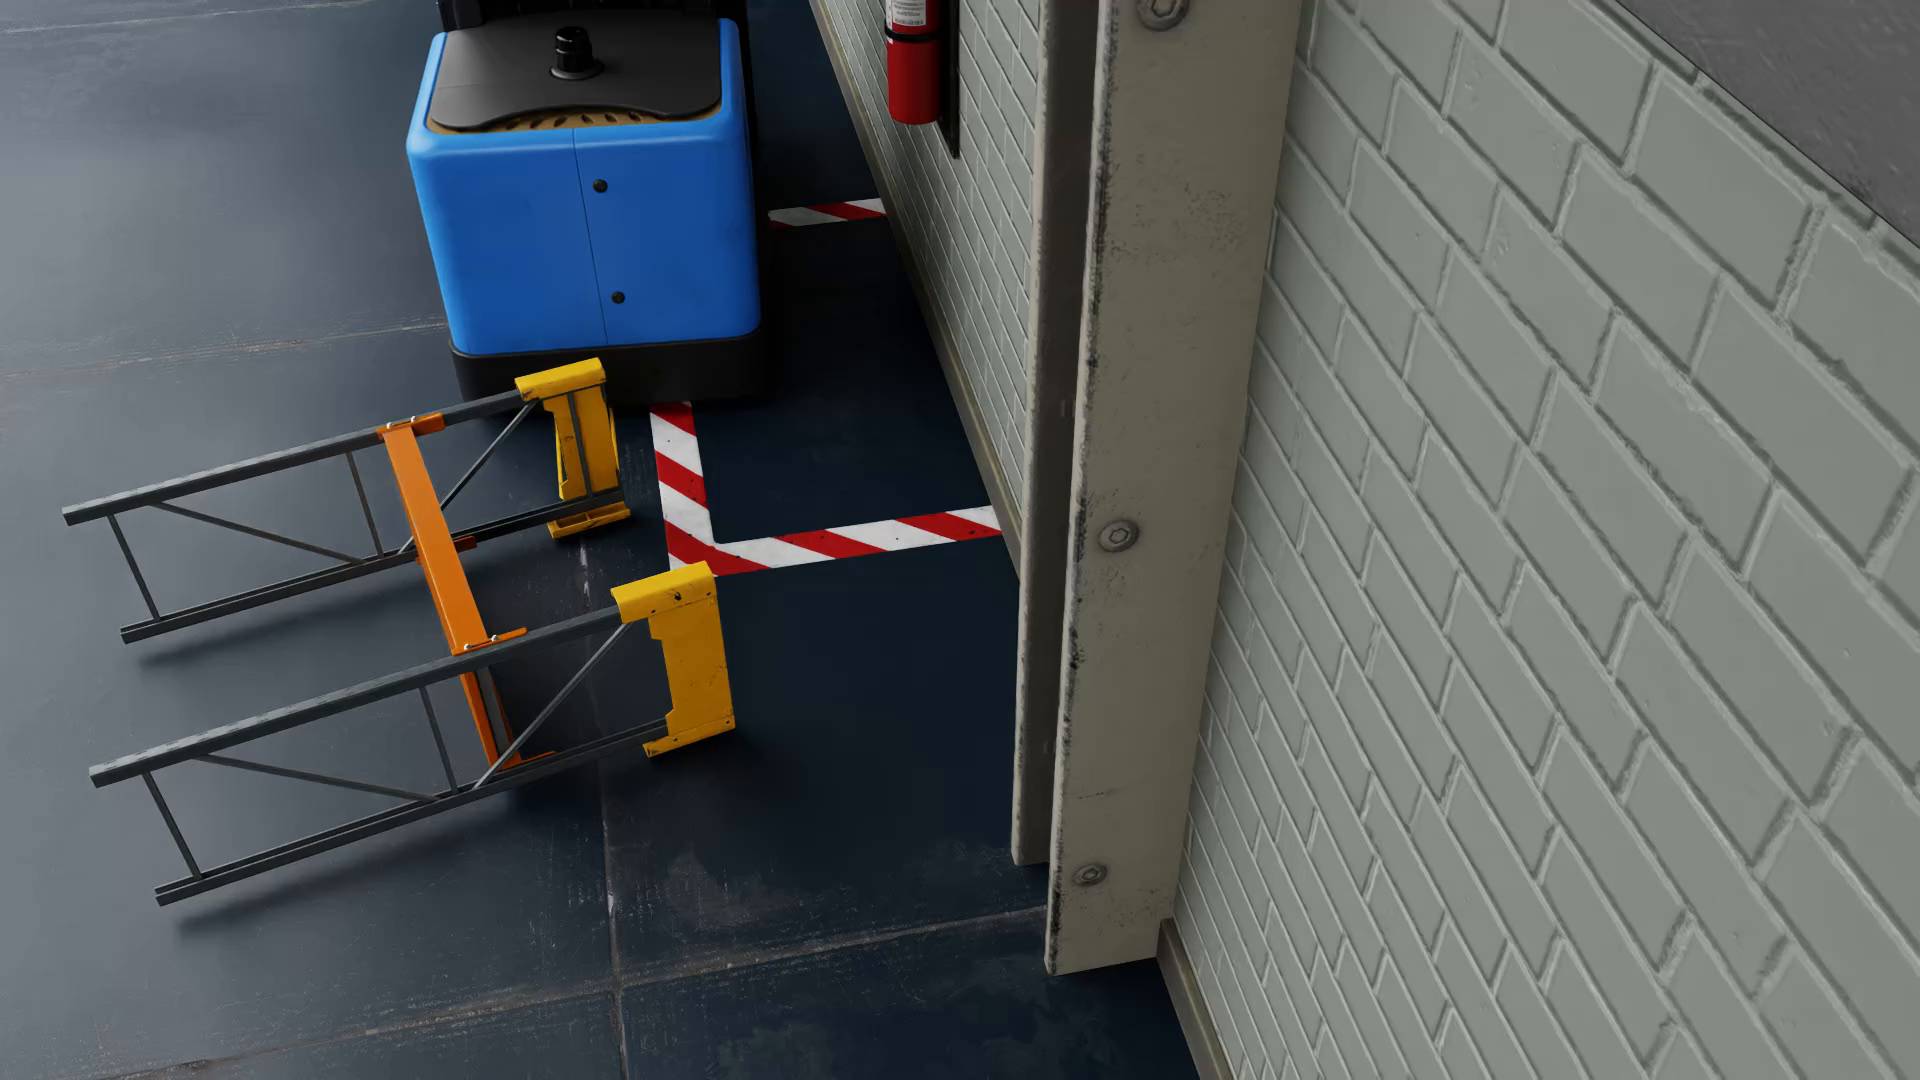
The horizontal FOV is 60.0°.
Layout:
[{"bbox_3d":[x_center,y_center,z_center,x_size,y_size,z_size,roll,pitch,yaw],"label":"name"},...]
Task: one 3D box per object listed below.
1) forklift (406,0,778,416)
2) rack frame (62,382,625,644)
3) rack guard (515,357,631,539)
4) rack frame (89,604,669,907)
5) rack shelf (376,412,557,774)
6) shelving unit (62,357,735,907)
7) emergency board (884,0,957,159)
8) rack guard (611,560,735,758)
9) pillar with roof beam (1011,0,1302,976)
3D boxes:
[{"bbox_3d":[-1.349,-2.494,5.852,1.130,2.935,3.031,-5,42,-5],"label":"forklift"},{"bbox_3d":[-1.753,-0.107,4.909,1.500,0.500,0.032,-18,45,-18],"label":"rack frame"},{"bbox_3d":[-1.179,-0.274,5.093,0.250,0.587,0.087,-18,45,-18],"label":"rack guard"},{"bbox_3d":[-1.320,0.504,4.221,1.500,0.500,0.032,-18,45,-18],"label":"rack frame"},{"bbox_3d":[-1.374,0.147,4.622,0.185,0.538,1.000,-18,45,-18],"label":"rack shelf"},{"bbox_3d":[-1.533,0.204,4.559,1.500,0.587,1.083,-18,45,-18],"label":"shelving unit"},{"bbox_3d":[-0.171,-1.816,5.037,0.194,1.169,0.643,-8,42,-9],"label":"emergency board"},{"bbox_3d":[-0.755,0.324,4.419,0.250,0.587,0.087,-18,45,-18],"label":"rack guard"},{"bbox_3d":[-3.878,-1.836,0.539,9.100,9.000,0.400,-8,42,-9],"label":"pillar with roof beam"}]
